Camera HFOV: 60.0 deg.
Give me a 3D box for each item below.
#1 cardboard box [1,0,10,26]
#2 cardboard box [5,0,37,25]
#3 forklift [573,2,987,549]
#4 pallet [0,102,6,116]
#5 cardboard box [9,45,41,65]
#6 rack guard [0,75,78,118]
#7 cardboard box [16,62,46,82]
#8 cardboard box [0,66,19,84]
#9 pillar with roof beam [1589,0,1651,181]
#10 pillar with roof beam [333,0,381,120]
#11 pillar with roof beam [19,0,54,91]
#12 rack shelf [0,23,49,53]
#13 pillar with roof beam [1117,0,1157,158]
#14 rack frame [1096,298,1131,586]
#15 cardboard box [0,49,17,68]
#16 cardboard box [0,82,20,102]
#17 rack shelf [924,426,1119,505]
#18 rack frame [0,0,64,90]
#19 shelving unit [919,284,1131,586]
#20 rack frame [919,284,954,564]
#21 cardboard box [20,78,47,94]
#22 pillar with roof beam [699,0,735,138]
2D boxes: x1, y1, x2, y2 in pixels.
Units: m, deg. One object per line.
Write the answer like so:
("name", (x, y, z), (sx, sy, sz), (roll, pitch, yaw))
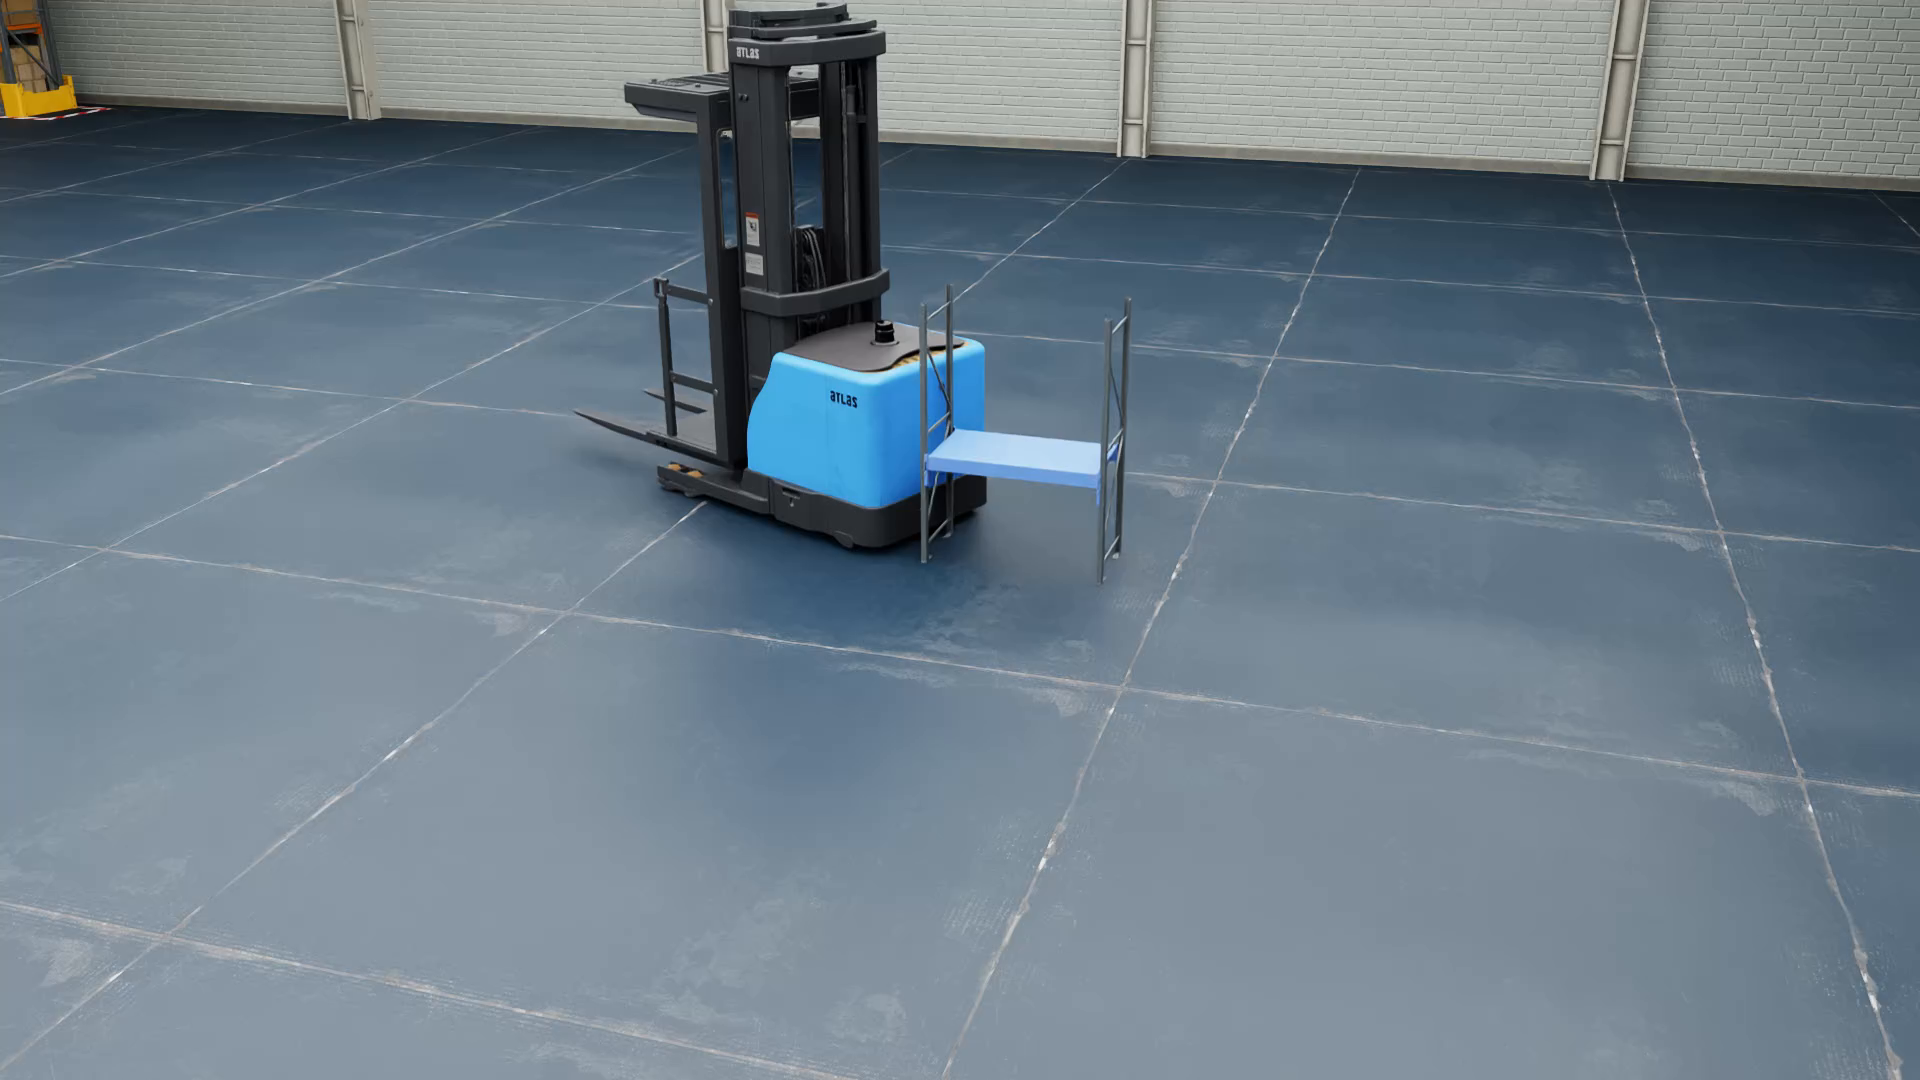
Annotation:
("cardboard box", (-15.037, -8.143, 25.538), (0.500, 0.500, 0.500), (6, 23, 14))
("cardboard box", (-14.884, -8.340, 26.018), (0.500, 0.500, 0.500), (7, 23, 17))
("forklift", (-1.280, -1.755, 10.186), (3.031, 2.935, 1.130), (18, 29, 37))
("pallet", (-15.234, -6.917, 26.355), (1.213, 0.211, 1.003), (7, 23, 16))
("cardboard box", (-14.896, -7.645, 26.207), (0.500, 0.250, 0.500), (6, 23, 15))
("rack guard", (-14.467, -6.979, 26.126), (0.348, 0.500, 1.175), (7, 23, 16))
("cardboard box", (-14.880, -7.419, 26.315), (0.500, 0.250, 0.500), (7, 23, 16))
("cardboard box", (-15.046, -7.232, 25.859), (0.500, 0.250, 0.500), (6, 23, 15))
("pillar with roof beam", (6.837, -7.123, 15.277), (0.400, 9.000, 9.100), (7, 23, 16))
("pillar with roof beam", (-10.396, -9.096, 20.088), (0.400, 9.000, 9.100), (7, 23, 16))
("pillar with roof beam", (-16.140, -9.754, 21.691), (0.400, 9.000, 9.100), (7, 23, 16))
("rack shelf", (-16.405, -8.025, 26.329), (4.000, 0.370, 1.077), (7, 23, 16))
("pillar with roof beam", (1.093, -7.781, 16.881), (0.400, 9.000, 9.100), (7, 23, 16))
("rack frame", (0.839, -0.530, 9.085), (0.032, 1.500, 0.500), (7, 23, 16))
("cardboard box", (-15.021, -7.460, 25.757), (0.500, 0.250, 0.500), (7, 23, 17))
("cardboard box", (-15.031, -6.997, 25.946), (0.500, 0.250, 0.500), (7, 23, 16))
("rack shelf", (0.355, -0.423, 9.298), (1.000, 0.185, 0.538), (7, 23, 16))
("rack frame", (-14.490, -8.139, 25.658), (0.127, 3.000, 1.000), (7, 23, 16))
("shelving unit", (0.355, -0.589, 9.230), (1.048, 1.500, 0.538), (7, 23, 16))
("rack frame", (-0.128, -0.648, 9.374), (0.032, 1.500, 0.500), (7, 23, 16))
("cardboard box", (-14.904, -7.186, 26.405), (0.500, 0.250, 0.500), (7, 23, 16))
("pillar with roof beam", (-4.651, -8.438, 18.484), (0.400, 9.000, 9.100), (7, 23, 16))
